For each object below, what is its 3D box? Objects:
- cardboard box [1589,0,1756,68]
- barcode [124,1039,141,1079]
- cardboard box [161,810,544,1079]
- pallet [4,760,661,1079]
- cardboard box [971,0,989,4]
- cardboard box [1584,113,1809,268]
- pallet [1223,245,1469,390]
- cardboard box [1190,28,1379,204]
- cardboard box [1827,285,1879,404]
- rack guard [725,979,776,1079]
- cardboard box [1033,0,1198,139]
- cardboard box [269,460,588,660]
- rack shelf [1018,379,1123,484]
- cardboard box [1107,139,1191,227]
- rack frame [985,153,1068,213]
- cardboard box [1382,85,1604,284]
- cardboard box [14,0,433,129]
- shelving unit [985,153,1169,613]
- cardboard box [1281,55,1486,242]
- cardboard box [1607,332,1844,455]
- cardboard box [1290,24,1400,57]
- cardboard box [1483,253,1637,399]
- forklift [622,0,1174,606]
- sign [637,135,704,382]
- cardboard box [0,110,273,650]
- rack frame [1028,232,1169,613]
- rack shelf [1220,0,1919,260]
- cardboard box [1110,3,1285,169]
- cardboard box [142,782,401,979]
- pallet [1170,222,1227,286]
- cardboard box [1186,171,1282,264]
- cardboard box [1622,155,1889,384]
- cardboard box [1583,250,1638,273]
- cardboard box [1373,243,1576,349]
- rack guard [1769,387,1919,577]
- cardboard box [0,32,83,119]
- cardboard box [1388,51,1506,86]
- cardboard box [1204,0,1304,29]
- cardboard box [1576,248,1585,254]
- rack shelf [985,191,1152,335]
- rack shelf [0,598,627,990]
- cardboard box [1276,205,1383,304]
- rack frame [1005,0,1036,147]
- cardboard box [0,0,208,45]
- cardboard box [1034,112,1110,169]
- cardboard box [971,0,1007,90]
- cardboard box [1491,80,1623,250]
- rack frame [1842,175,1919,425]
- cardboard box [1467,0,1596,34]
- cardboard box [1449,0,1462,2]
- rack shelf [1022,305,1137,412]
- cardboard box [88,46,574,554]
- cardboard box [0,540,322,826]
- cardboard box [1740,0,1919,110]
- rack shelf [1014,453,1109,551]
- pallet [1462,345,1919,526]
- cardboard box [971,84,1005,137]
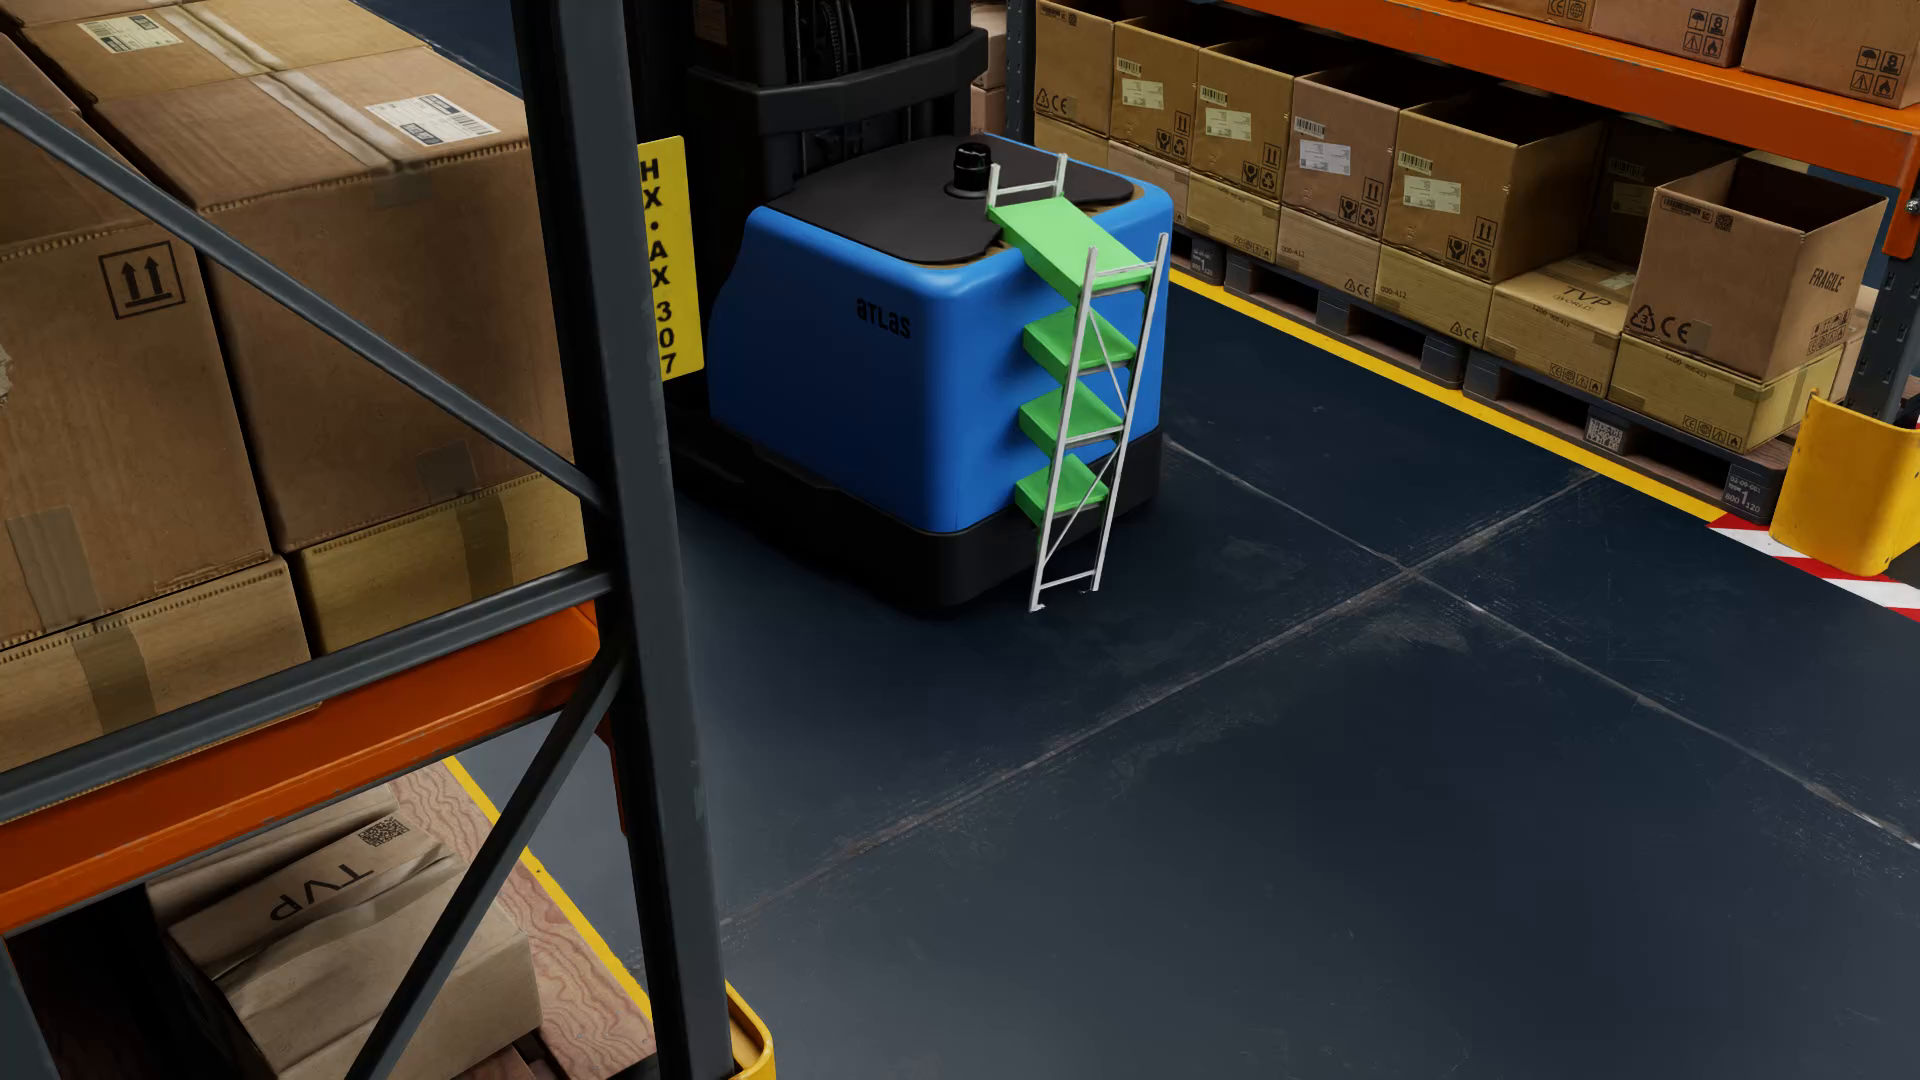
[{"bbox_3d":[2.490,-1.877,5.334,0.700,0.500,0.500,-21,38,-30],"label":"cardboard box"},{"bbox_3d":[-1.499,0.942,3.013,0.001,0.075,0.075,-22,38,-31],"label":"barcode"},{"bbox_3d":[-1.172,0.824,3.212,0.500,0.311,0.500,-27,41,-36],"label":"cardboard box"},{"bbox_3d":[-1.336,0.989,3.458,1.003,0.211,1.213,-22,38,-31],"label":"pallet"},{"bbox_3d":[-0.160,-2.625,8.310,0.500,0.311,0.500,-21,38,-30],"label":"cardboard box"},{"bbox_3d":[2.631,-1.250,5.918,0.500,0.500,0.500,-22,38,-31],"label":"cardboard box"},{"bbox_3d":[1.846,-1.047,6.736,1.003,0.211,1.213,-22,38,-31],"label":"pallet"},{"bbox_3d":[1.290,-1.703,6.646,0.500,0.500,0.500,-22,38,-31],"label":"cardboard box"},{"bbox_3d":[2.939,-0.724,5.781,0.500,0.250,0.500,-22,38,-31],"label":"cardboard box"},{"bbox_3d":[-0.865,1.216,2.818,1.175,0.500,0.348,-22,38,-31],"label":"rack guard"},{"bbox_3d":[0.676,-2.120,7.317,0.500,0.500,0.500,-22,38,-31],"label":"cardboard box"},{"bbox_3d":[-0.867,-0.065,2.635,0.500,0.250,0.500,-24,39,-33],"label":"cardboard box"},{"bbox_3d":[0.242,-0.379,4.796,0.258,0.148,0.480,-15,43,-27],"label":"rack shelf"},{"bbox_3d":[0.987,-1.594,7.182,0.500,0.250,0.500,-22,38,-31],"label":"cardboard box"},{"bbox_3d":[0.128,-0.569,4.917,0.240,1.200,0.015,-15,43,-27],"label":"rack frame"},{"bbox_3d":[1.903,-1.286,5.976,0.500,0.500,0.500,-22,38,-31],"label":"cardboard box"},{"bbox_3d":[-1.169,-0.583,2.758,0.500,0.500,0.500,-22,38,-31],"label":"cardboard box"},{"bbox_3d":[0.249,-0.429,4.757,0.258,1.200,0.503,-15,43,-27],"label":"shelving unit"},{"bbox_3d":[1.598,-1.495,6.312,0.500,0.500,0.500,-22,38,-31],"label":"cardboard box"},{"bbox_3d":[2.530,-0.557,5.511,0.500,0.250,0.500,-22,38,-31],"label":"cardboard box"},{"bbox_3d":[1.703,-1.872,6.919,0.500,0.500,0.500,-22,38,-31],"label":"cardboard box"},{"bbox_3d":[2.214,-0.761,5.840,0.500,0.250,0.500,-22,38,-31],"label":"cardboard box"},{"bbox_3d":[-0.753,-1.728,5.255,3.031,2.935,1.130,28,41,37],"label":"forklift"},{"bbox_3d":[-0.390,-0.357,2.162,0.100,0.325,0.005,-22,38,-31],"label":"sign"},{"bbox_3d":[-1.276,-0.205,2.150,0.500,0.500,0.500,-23,38,-32],"label":"cardboard box"},{"bbox_3d":[0.369,-0.290,4.597,0.240,1.200,0.015,-15,43,-27],"label":"rack frame"},{"bbox_3d":[1.866,-1.946,6.222,1.077,0.370,4.000,-22,38,-31],"label":"rack shelf"},{"bbox_3d":[0.989,-1.914,6.986,0.500,0.500,0.500,-22,38,-31],"label":"cardboard box"},{"bbox_3d":[-1.521,0.586,3.595,0.500,0.311,0.500,-19,37,-28],"label":"cardboard box"},{"bbox_3d":[1.094,-1.556,7.555,1.003,0.211,1.213,-22,38,-31],"label":"pallet"},{"bbox_3d":[1.289,-1.384,6.844,0.500,0.250,0.500,-22,38,-31],"label":"cardboard box"},{"bbox_3d":[2.528,-0.874,5.312,0.500,0.500,0.500,-22,38,-31],"label":"cardboard box"},{"bbox_3d":[2.629,-0.931,6.114,0.500,0.250,0.500,-22,38,-31],"label":"cardboard box"},{"bbox_3d":[1.906,-0.969,6.175,0.500,0.250,0.500,-22,38,-31],"label":"cardboard box"},{"bbox_3d":[3.107,-0.346,5.334,1.175,0.500,0.348,-22,38,-31],"label":"rack guard"},{"bbox_3d":[-1.577,-0.418,2.492,0.500,0.500,0.500,-22,38,-31],"label":"cardboard box"},{"bbox_3d":[2.021,-1.669,6.591,0.500,0.500,0.500,-22,38,-31],"label":"cardboard box"},{"bbox_3d":[1.394,-2.080,7.252,0.500,0.500,0.500,-22,38,-31],"label":"cardboard box"},{"bbox_3d":[2.323,-1.140,6.450,0.500,0.250,0.500,-22,38,-31],"label":"cardboard box"},{"bbox_3d":[0.292,-0.757,4.504,0.258,0.148,0.480,-15,43,-27],"label":"rack shelf"},{"bbox_3d":[-2.045,-0.342,3.639,1.077,0.370,4.000,-22,38,-31],"label":"rack shelf"},{"bbox_3d":[1.600,-1.178,6.511,0.500,0.250,0.500,-22,38,-31],"label":"cardboard box"},{"bbox_3d":[0.639,-3.085,7.375,1.000,3.000,0.127,-22,38,-31],"label":"rack frame"},{"bbox_3d":[-1.481,-0.800,3.108,0.500,0.500,0.500,-24,39,-33],"label":"cardboard box"},{"bbox_3d":[0.684,-1.804,7.520,0.500,0.250,0.500,-22,38,-31],"label":"cardboard box"},{"bbox_3d":[0.164,-2.410,7.964,0.500,0.311,0.500,-22,38,-31],"label":"cardboard box"},{"bbox_3d":[2.314,-1.455,6.246,0.500,0.500,0.500,-22,38,-31],"label":"cardboard box"},{"bbox_3d":[3.092,-1.418,4.690,1.000,3.000,0.127,-22,38,-31],"label":"rack frame"},{"bbox_3d":[2.190,-2.086,5.670,0.700,0.500,0.500,-22,38,-31],"label":"cardboard box"},{"bbox_3d":[1.864,-2.304,6.021,0.700,0.500,0.500,-21,38,-30],"label":"cardboard box"},{"bbox_3d":[0.267,-0.568,4.650,0.258,0.148,0.480,-15,43,-27],"label":"rack shelf"},{"bbox_3d":[-0.874,-0.374,2.421,0.500,0.500,0.500,-22,38,-31],"label":"cardboard box"},{"bbox_3d":[-1.258,0.109,2.354,0.500,0.250,0.500,-22,38,-31],"label":"cardboard box"},{"bbox_3d":[2.816,-1.659,4.984,0.700,0.500,0.500,-22,38,-31],"label":"cardboard box"},{"bbox_3d":[0.217,-0.190,4.942,0.258,0.148,0.480,-15,43,-27],"label":"rack shelf"},{"bbox_3d":[2.590,-0.539,5.918,1.003,0.211,1.213,-22,38,-31],"label":"pallet"},{"bbox_3d":[0.156,-2.175,8.117,0.500,0.250,0.500,-23,38,-32],"label":"cardboard box"}]
